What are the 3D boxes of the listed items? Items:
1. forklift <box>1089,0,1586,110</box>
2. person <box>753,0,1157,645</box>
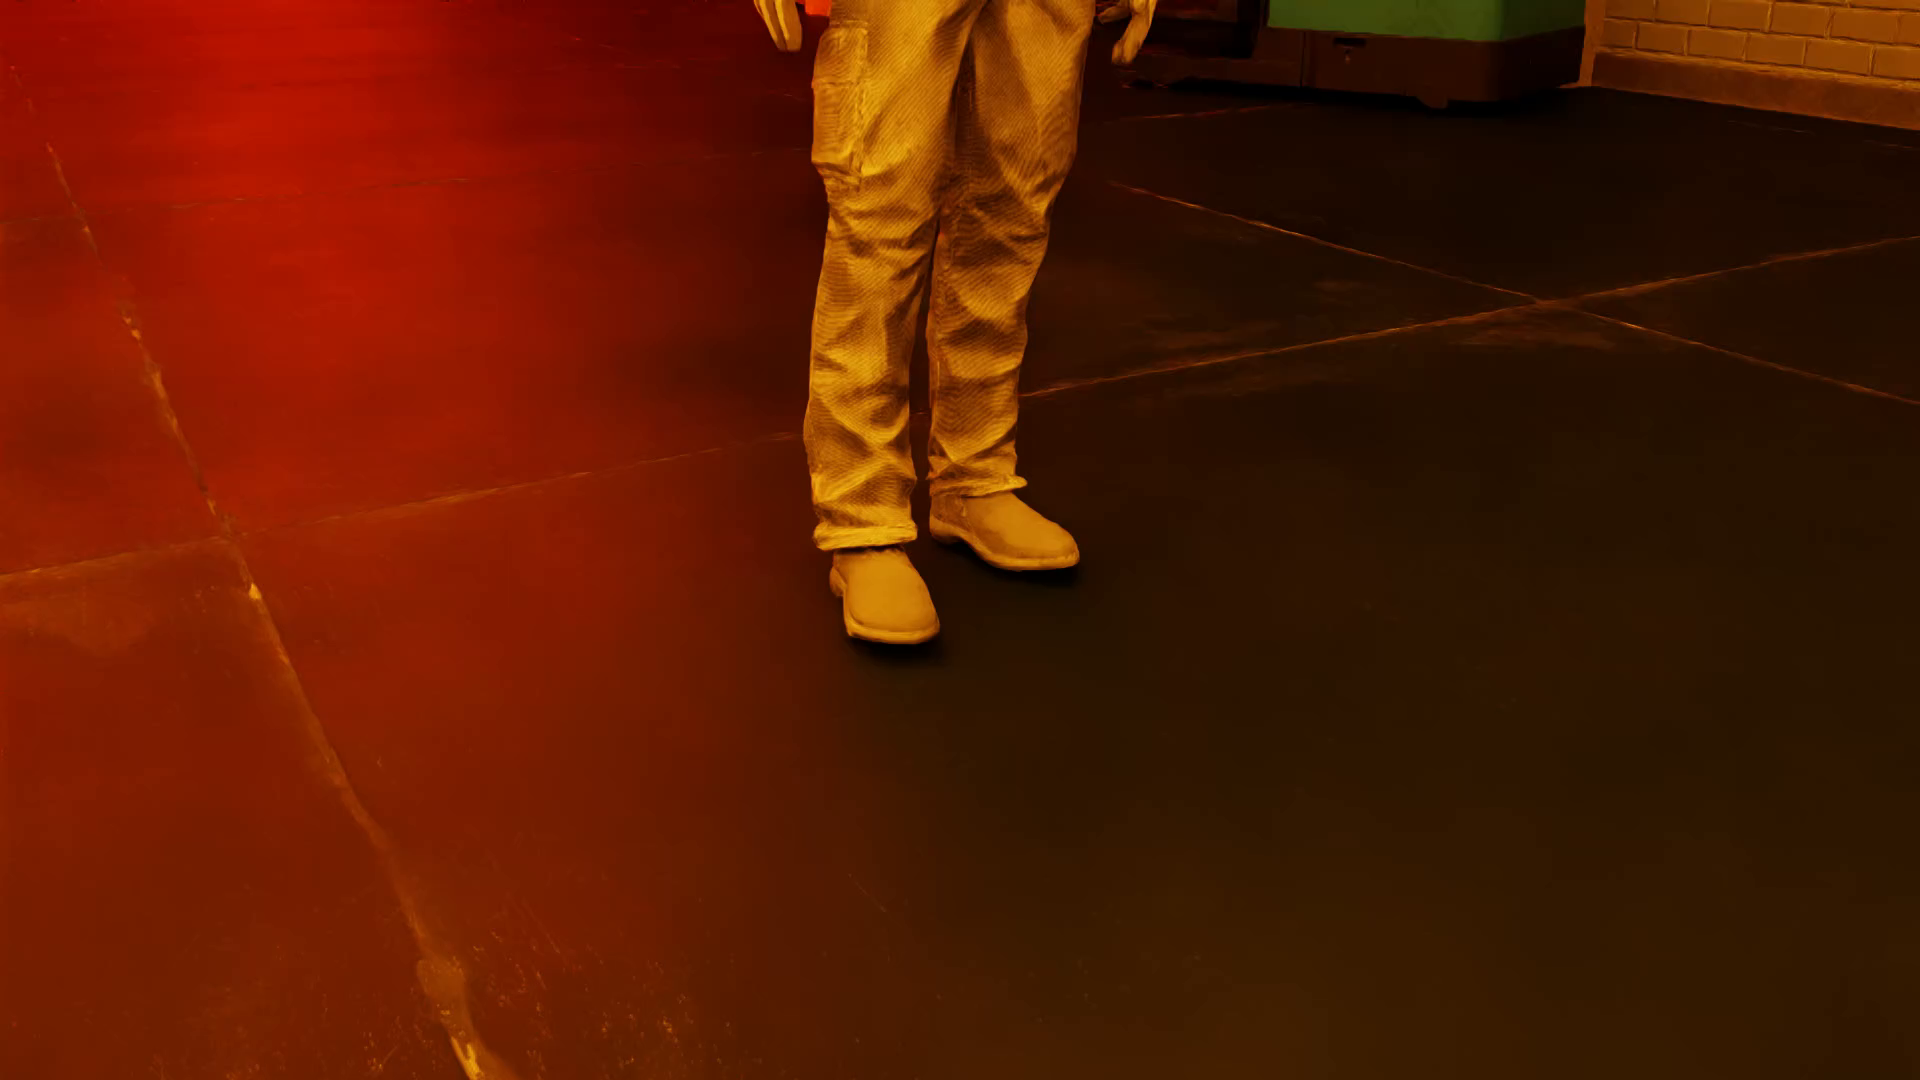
[{"bbox_3d":[1.337,-3.592,7.529,3.031,2.935,1.130,18,28,36],"label":"forklift"},{"bbox_3d":[0.029,-0.806,2.232,0.655,1.782,0.576,-12,25,-28],"label":"person"}]
